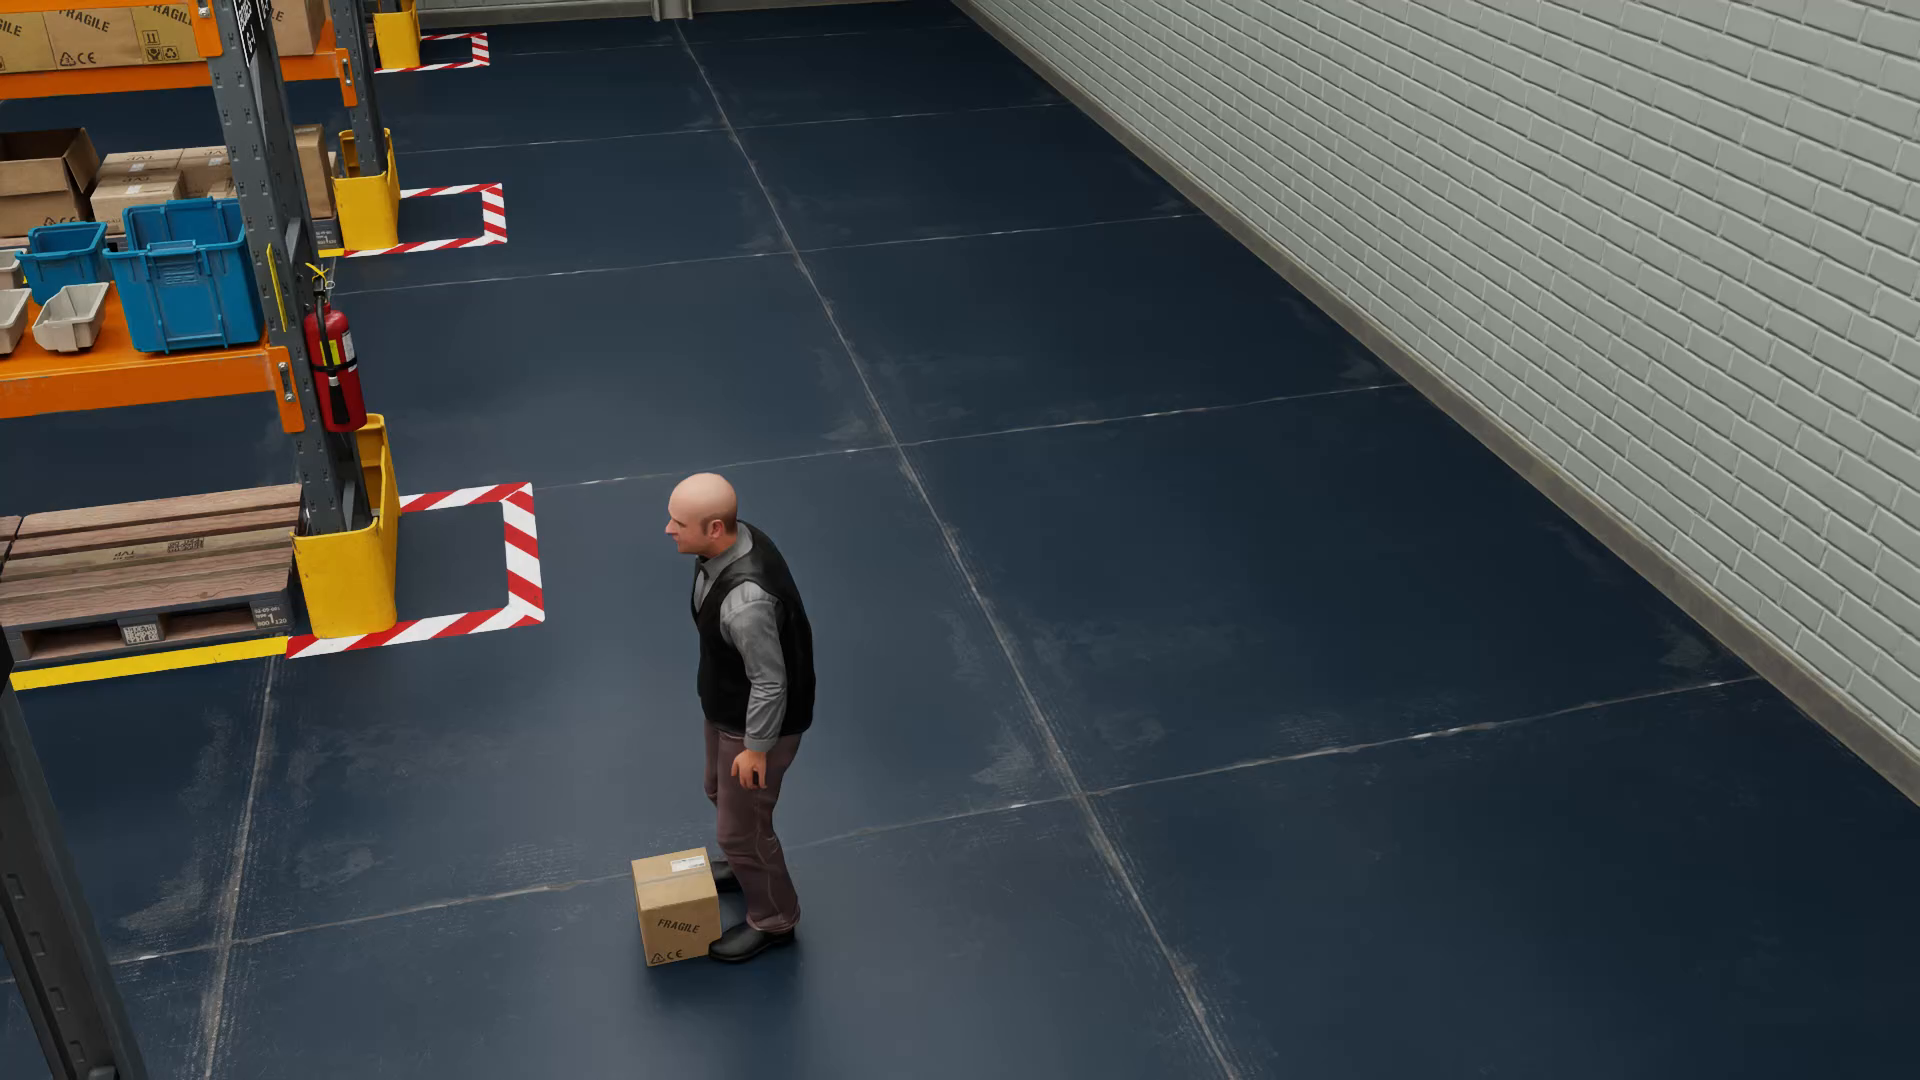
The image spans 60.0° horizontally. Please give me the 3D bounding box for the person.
[{"bbox_3d":[-0.668,0.540,5.223,0.425,1.719,0.579,-9,31,-16],"label":"person"}]
